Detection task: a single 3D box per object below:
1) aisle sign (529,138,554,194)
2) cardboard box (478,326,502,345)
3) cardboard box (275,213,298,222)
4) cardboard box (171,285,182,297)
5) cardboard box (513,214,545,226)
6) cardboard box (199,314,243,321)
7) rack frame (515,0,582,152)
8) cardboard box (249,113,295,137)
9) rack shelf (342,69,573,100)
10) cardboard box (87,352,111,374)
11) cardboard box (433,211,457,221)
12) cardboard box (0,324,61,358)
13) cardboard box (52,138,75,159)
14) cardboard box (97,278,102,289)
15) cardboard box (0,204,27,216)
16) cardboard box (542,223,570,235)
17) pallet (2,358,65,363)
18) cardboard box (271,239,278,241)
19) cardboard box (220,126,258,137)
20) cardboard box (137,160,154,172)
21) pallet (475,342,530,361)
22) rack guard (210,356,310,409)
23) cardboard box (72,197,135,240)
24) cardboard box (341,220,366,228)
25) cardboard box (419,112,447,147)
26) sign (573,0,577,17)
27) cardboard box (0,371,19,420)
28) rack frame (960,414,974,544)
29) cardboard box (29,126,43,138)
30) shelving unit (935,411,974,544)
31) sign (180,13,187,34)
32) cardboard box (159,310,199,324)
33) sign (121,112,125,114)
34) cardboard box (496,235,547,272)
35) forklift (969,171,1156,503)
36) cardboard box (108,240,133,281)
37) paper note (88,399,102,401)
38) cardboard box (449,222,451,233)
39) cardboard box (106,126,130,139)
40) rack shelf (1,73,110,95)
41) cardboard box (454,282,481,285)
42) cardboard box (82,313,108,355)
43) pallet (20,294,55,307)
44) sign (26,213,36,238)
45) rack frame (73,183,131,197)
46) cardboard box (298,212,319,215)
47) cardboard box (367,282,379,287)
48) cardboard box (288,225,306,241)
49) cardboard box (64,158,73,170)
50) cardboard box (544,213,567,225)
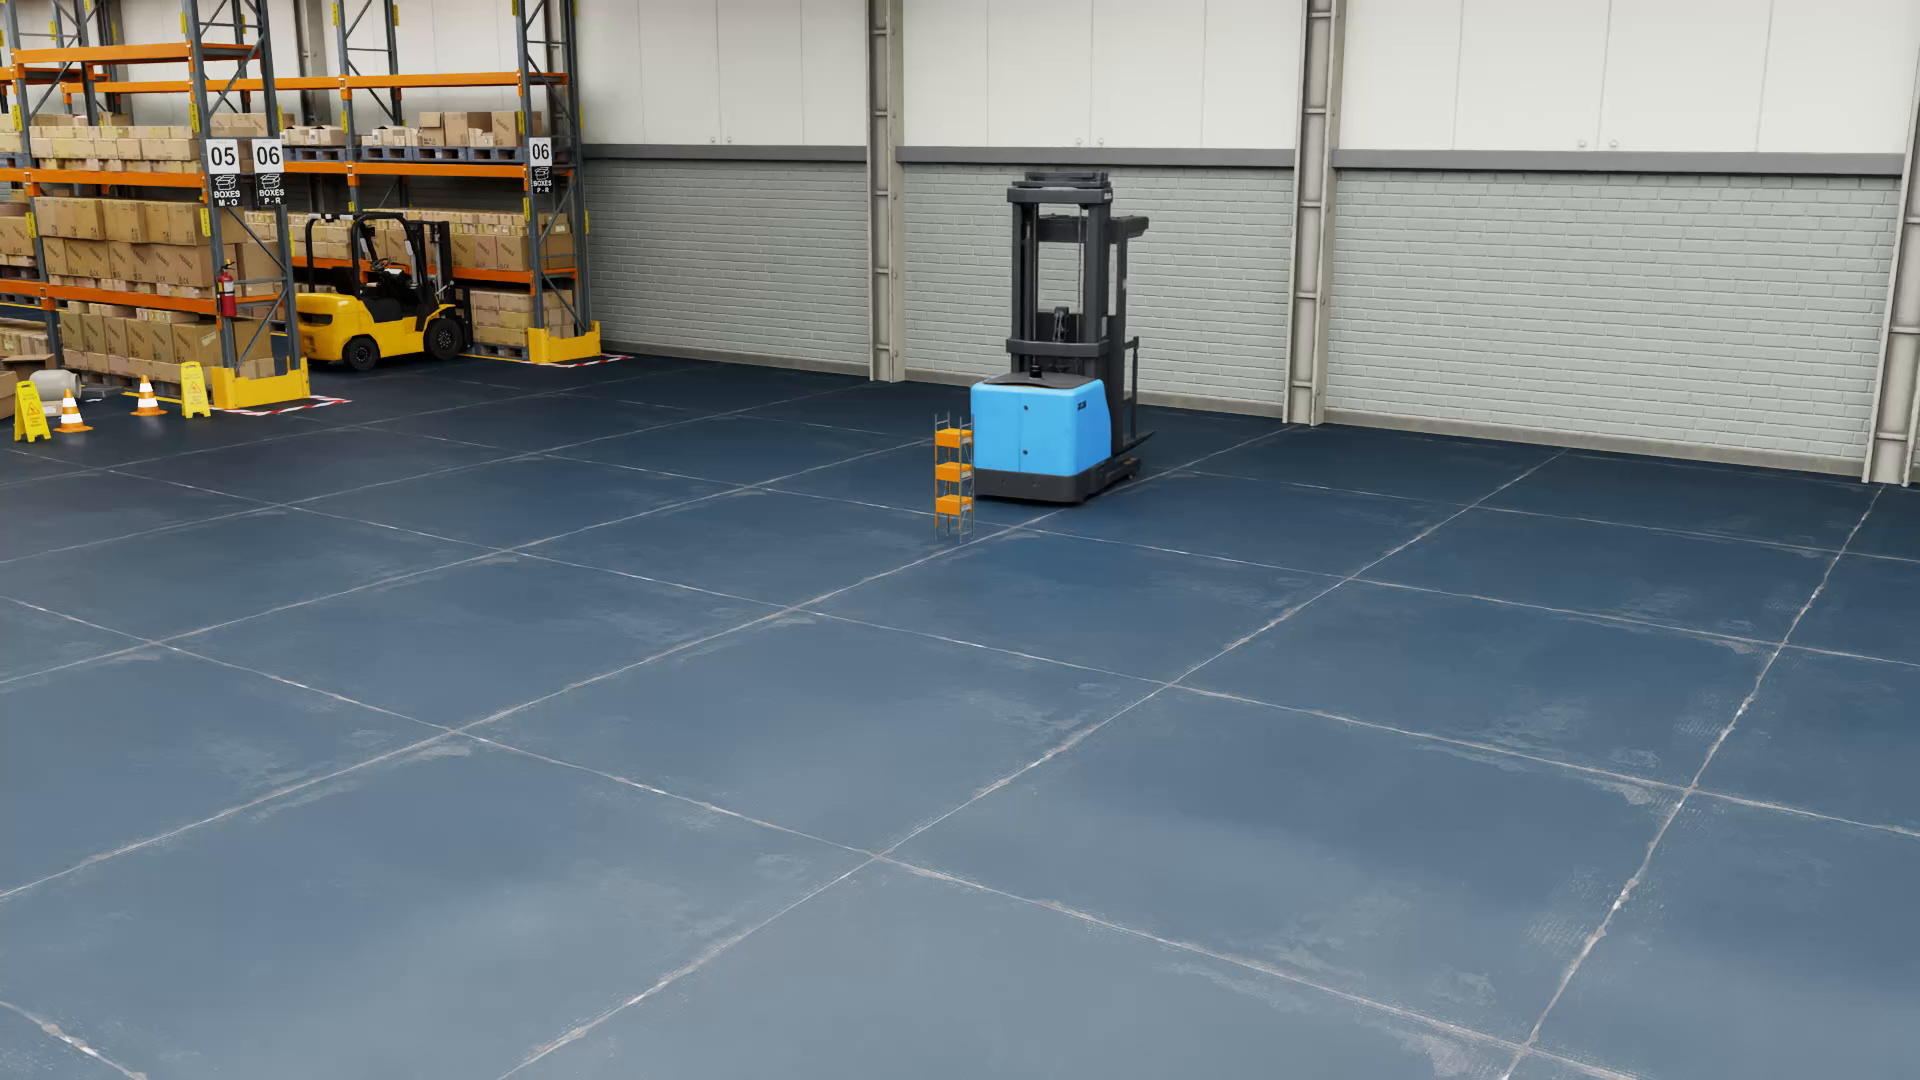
[{"bbox_3d":[-5.994,-5.358,23.814,0.004,0.787,0.394,9,17,33],"label":"aisle sign"},{"bbox_3d":[-6.859,-3.101,24.955,0.500,0.250,0.500,9,17,33],"label":"cardboard box"},{"bbox_3d":[-11.076,-5.311,27.479,0.250,0.149,0.380,9,17,33],"label":"cardboard box"},{"bbox_3d":[-9.555,-3.109,20.663,0.250,0.149,0.380,9,16,32],"label":"cardboard box"},{"bbox_3d":[-6.300,-4.677,24.297,0.250,0.149,0.380,9,17,33],"label":"cardboard box"},{"bbox_3d":[-9.623,-2.642,21.540,0.500,0.500,0.500,8,16,31],"label":"cardboard box"},{"bbox_3d":[-5.885,-7.075,23.677,0.127,3.000,1.000,9,17,33],"label":"rack frame"},{"bbox_3d":[-11.214,-6.711,27.157,0.500,0.500,0.500,10,17,34],"label":"cardboard box"},{"bbox_3d":[-7.545,-6.800,24.895,4.000,0.370,1.077,9,17,33],"label":"rack shelf"},{"bbox_3d":[-11.183,-2.376,22.028,0.500,0.250,0.500,10,17,36],"label":"cardboard box"},{"bbox_3d":[-7.775,-4.919,25.273,0.250,0.149,0.380,9,17,33],"label":"cardboard box"},{"bbox_3d":[-13.006,-2.803,23.499,0.625,0.372,0.950,10,17,36],"label":"cardboard box"},{"bbox_3d":[-11.326,-5.056,21.456,0.500,0.250,0.500,9,17,32],"label":"cardboard box"},{"bbox_3d":[-10.988,-3.358,21.671,0.250,0.149,0.380,9,17,33],"label":"cardboard box"},{"bbox_3d":[-13.059,-4.528,22.820,0.250,0.149,0.380,9,16,31],"label":"cardboard box"},{"bbox_3d":[-6.022,-4.624,24.701,0.250,0.149,0.380,9,16,31],"label":"cardboard box"},{"bbox_3d":[-12.618,-2.460,23.321,1.213,0.211,1.003,9,17,33],"label":"pallet"},{"bbox_3d":[-11.016,-4.849,27.481,0.500,0.250,0.500,10,17,35],"label":"cardboard box"},{"bbox_3d":[-8.833,-4.982,20.329,0.250,0.149,0.380,9,17,32],"label":"cardboard box"},{"bbox_3d":[-9.937,-4.640,20.603,0.250,0.149,0.380,9,17,32],"label":"cardboard box"},{"bbox_3d":[-6.543,-2.904,25.114,1.213,0.211,1.003,9,17,33],"label":"pallet"},{"bbox_3d":[-8.715,-1.970,20.740,0.348,0.500,1.175,9,17,33],"label":"rack guard"},{"bbox_3d":[-10.914,-4.140,21.396,0.500,0.500,0.700,9,16,32],"label":"cardboard box"},{"bbox_3d":[-9.611,-5.064,26.482,0.250,0.149,0.380,10,17,35],"label":"cardboard box"},{"bbox_3d":[-7.646,-6.176,24.990,0.637,0.503,0.797,10,17,35],"label":"cardboard box"},{"bbox_3d":[-5.570,-7.715,23.990,0.005,0.325,0.100,9,17,33],"label":"sign"},{"bbox_3d":[-11.523,-1.692,19.611,0.637,0.503,0.797,-1,14,-6],"label":"cardboard box"},{"bbox_3d":[0.057,-0.500,13.660,0.008,1.050,0.200,9,17,33],"label":"rack frame"},{"bbox_3d":[-11.892,-5.323,21.706,0.250,0.149,0.380,9,16,32],"label":"cardboard box"},{"bbox_3d":[-0.044,-0.517,13.726,0.252,1.050,0.215,9,17,33],"label":"shelving unit"},{"bbox_3d":[-12.818,-8.530,27.447,0.005,0.325,0.100,9,17,33],"label":"sign"},{"bbox_3d":[-9.805,-2.812,20.879,0.250,0.149,0.380,10,17,34],"label":"cardboard box"},{"bbox_3d":[-15.536,-7.782,30.878,0.005,0.325,0.100,9,17,33],"label":"sign"},{"bbox_3d":[-6.440,-4.225,24.441,0.500,0.500,0.500,9,16,32],"label":"cardboard box"},{"bbox_3d":[1.147,-2.064,16.062,1.130,2.935,3.031,6,15,23],"label":"forklift"},{"bbox_3d":[-10.492,-3.591,21.261,0.500,0.500,0.500,9,17,33],"label":"cardboard box"},{"bbox_3d":[-10.871,-1.762,20.876,0.148,0.019,0.142,3,14,14],"label":"paper note"},{"bbox_3d":[-7.564,-4.736,25.154,0.250,0.149,0.380,9,17,32],"label":"cardboard box"},{"bbox_3d":[-10.389,-5.080,20.721,0.250,0.149,0.380,10,17,34],"label":"cardboard box"},{"bbox_3d":[-17.502,-8.602,31.349,4.000,0.370,1.077,9,17,33],"label":"rack shelf"},{"bbox_3d":[-7.847,-3.891,26.067,0.500,0.250,0.500,9,17,33],"label":"cardboard box"},{"bbox_3d":[-11.182,-2.740,21.937,0.500,0.500,0.500,10,17,35],"label":"cardboard box"},{"bbox_3d":[-17.428,-4.674,32.268,1.213,0.211,1.003,9,17,33],"label":"pallet"},{"bbox_3d":[-12.278,-4.160,21.977,0.005,0.325,0.100,9,17,33],"label":"sign"},{"bbox_3d":[-15.842,-5.772,30.899,0.127,3.000,1.000,9,17,33],"label":"rack frame"},{"bbox_3d":[-10.856,-5.394,27.813,0.250,0.149,0.380,10,17,34],"label":"cardboard box"},{"bbox_3d":[-8.978,-3.927,26.210,0.500,0.250,0.500,9,16,32],"label":"cardboard box"},{"bbox_3d":[-10.606,-5.022,27.138,0.500,0.250,0.500,10,17,34],"label":"cardboard box"},{"bbox_3d":[-11.396,-4.895,21.636,0.250,0.149,0.380,9,17,33],"label":"cardboard box"},{"bbox_3d":[-6.044,-4.759,24.627,0.250,0.149,0.380,9,16,32],"label":"cardboard box"}]
